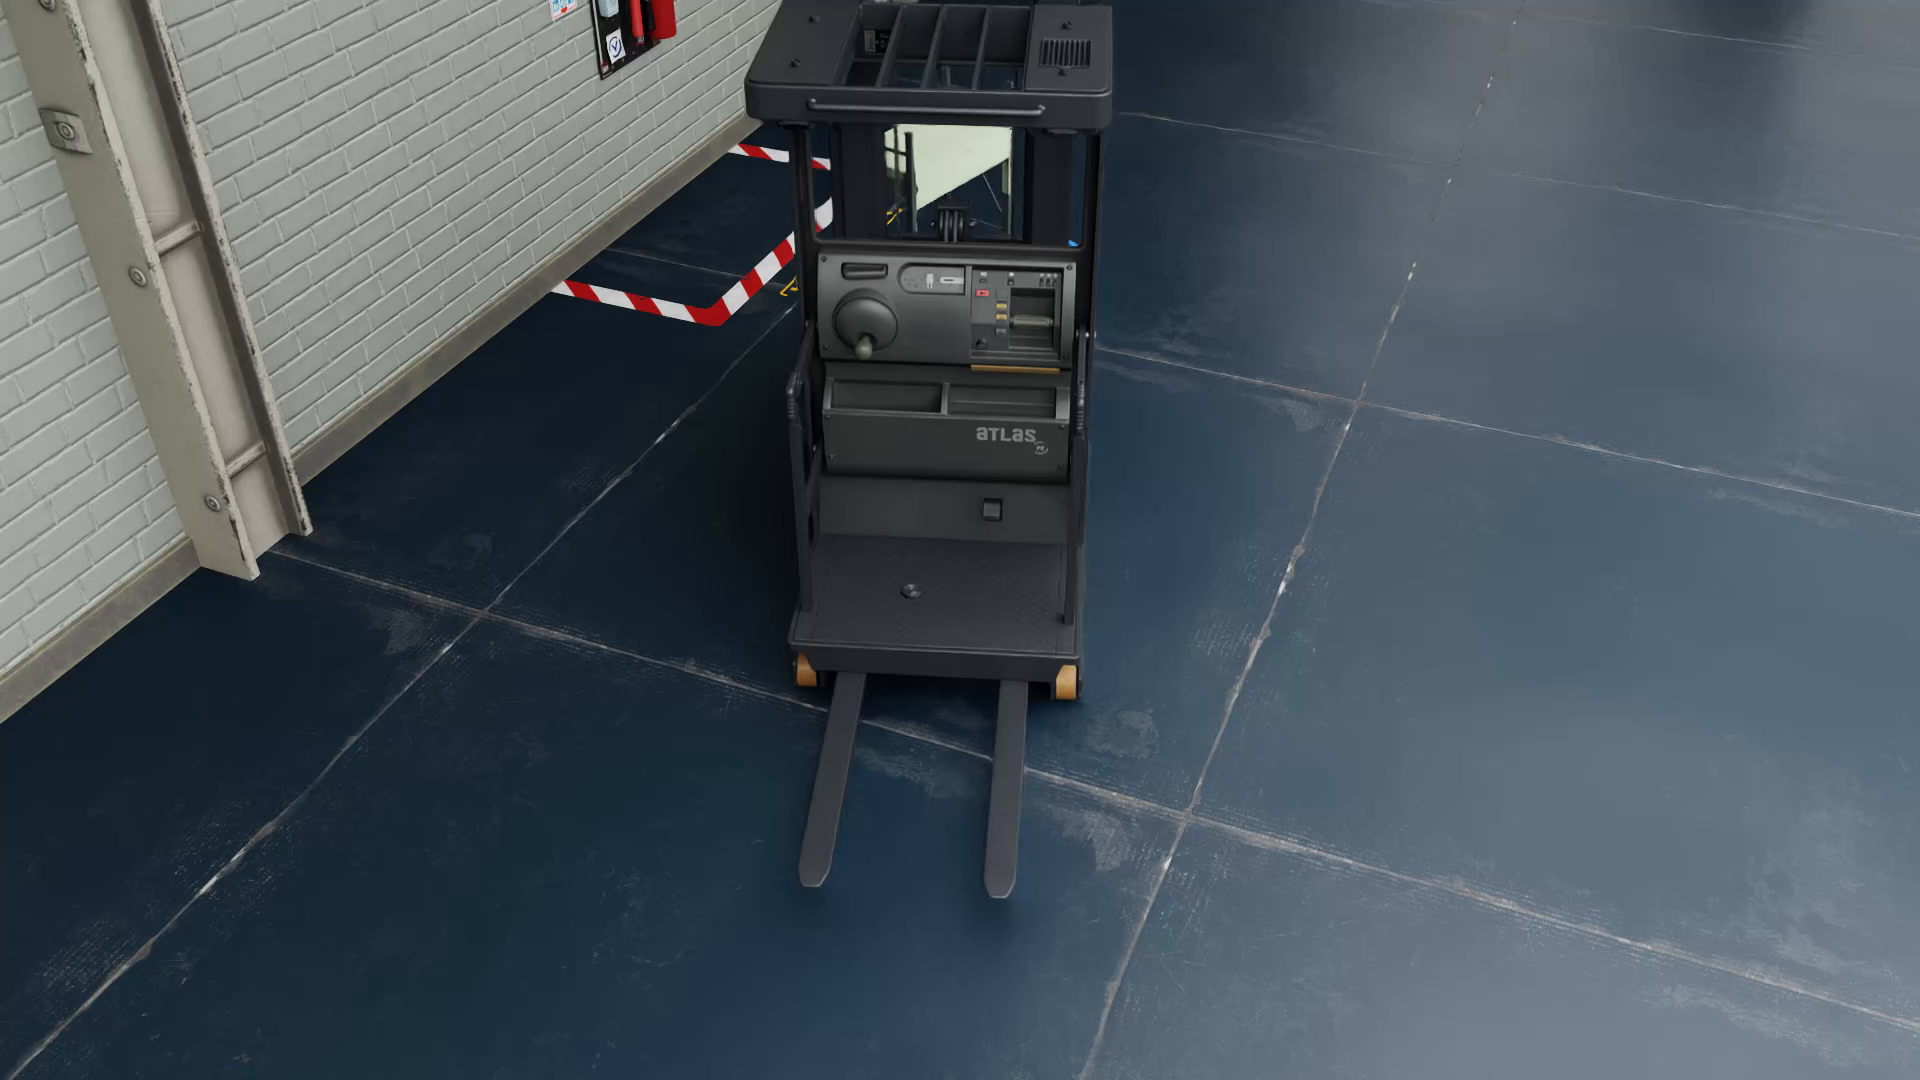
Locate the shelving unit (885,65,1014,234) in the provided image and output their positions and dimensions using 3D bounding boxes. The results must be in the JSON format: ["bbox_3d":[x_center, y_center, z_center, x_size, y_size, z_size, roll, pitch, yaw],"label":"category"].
[{"bbox_3d":[-0.140,-1.372,7.832,0.431,1.500,0.755,24,43,29],"label":"shelving unit"}]

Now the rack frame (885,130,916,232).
[{"bbox_3d":[-0.359,-1.196,7.598,0.400,1.500,0.023,24,43,29],"label":"rack frame"}]

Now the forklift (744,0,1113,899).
[{"bbox_3d":[-0.065,-0.764,5.825,1.130,2.935,3.031,3,37,4],"label":"forklift"}]

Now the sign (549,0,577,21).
[{"bbox_3d":[-2.056,-2.868,8.552,0.001,0.329,0.234,14,39,18],"label":"sign"}]

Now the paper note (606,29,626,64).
[{"bbox_3d":[-1.881,-2.701,9.094,0.016,0.148,0.142,14,39,18],"label":"paper note"}]

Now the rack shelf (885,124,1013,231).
[{"bbox_3d":[-0.140,-1.684,7.599,0.431,0.370,0.720,24,43,29],"label":"rack shelf"}]

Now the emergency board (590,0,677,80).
[{"bbox_3d":[-1.750,-3.136,8.940,0.194,1.169,0.643,14,39,18],"label":"emergency board"}]

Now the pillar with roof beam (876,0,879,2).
[{"bbox_3d":[3.207,-5.918,7.651,9.100,9.000,0.400,14,39,18],"label":"pillar with roof beam"}]

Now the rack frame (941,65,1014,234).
[{"bbox_3d":[0.079,-1.547,8.067,0.400,1.500,0.023,24,43,29],"label":"rack frame"}]

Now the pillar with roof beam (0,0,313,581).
[{"bbox_3d":[0.924,-2.596,3.207,9.100,9.000,0.400,14,39,18],"label":"pillar with roof beam"}]
